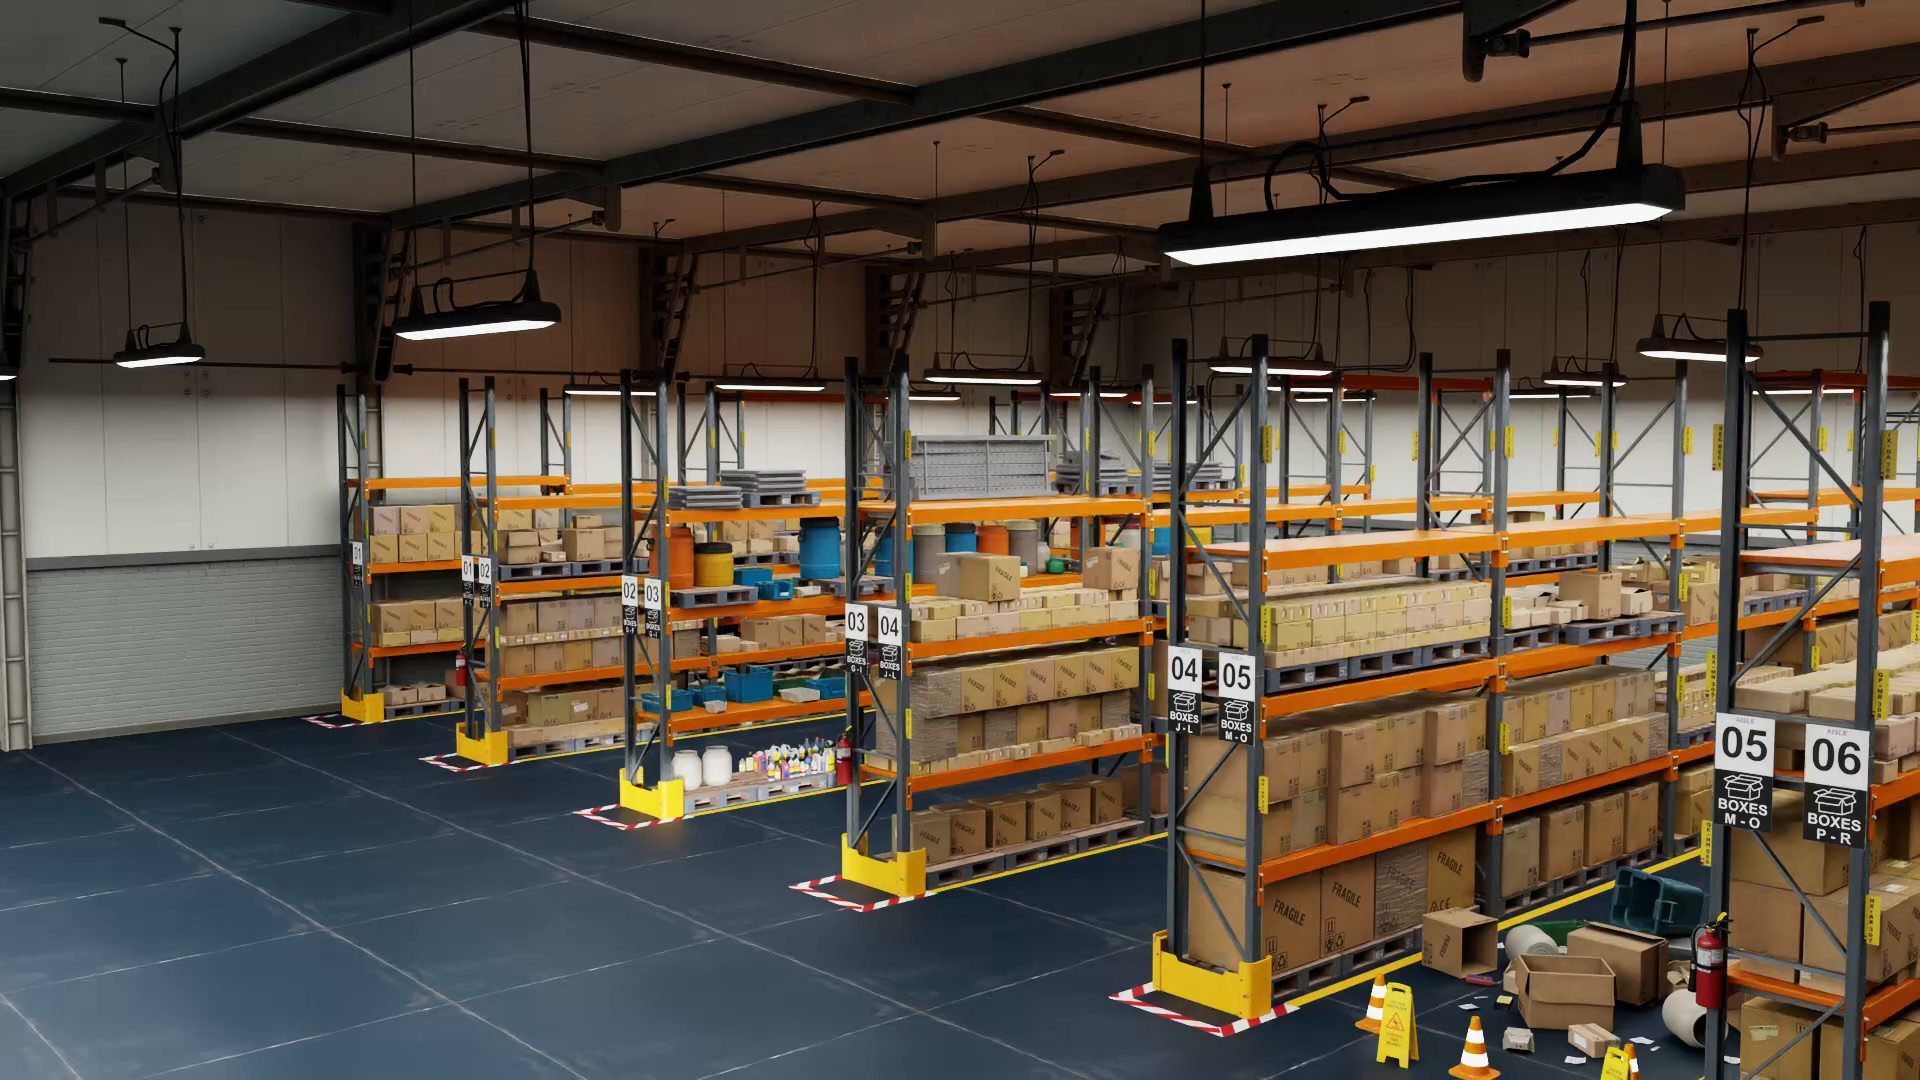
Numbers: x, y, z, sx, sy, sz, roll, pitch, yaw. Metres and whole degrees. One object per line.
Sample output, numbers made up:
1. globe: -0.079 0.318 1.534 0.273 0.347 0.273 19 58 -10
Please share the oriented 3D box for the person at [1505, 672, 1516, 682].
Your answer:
1. person: 8.252 2.668 24.798 0.658 1.754 0.600 -2 4 -30
